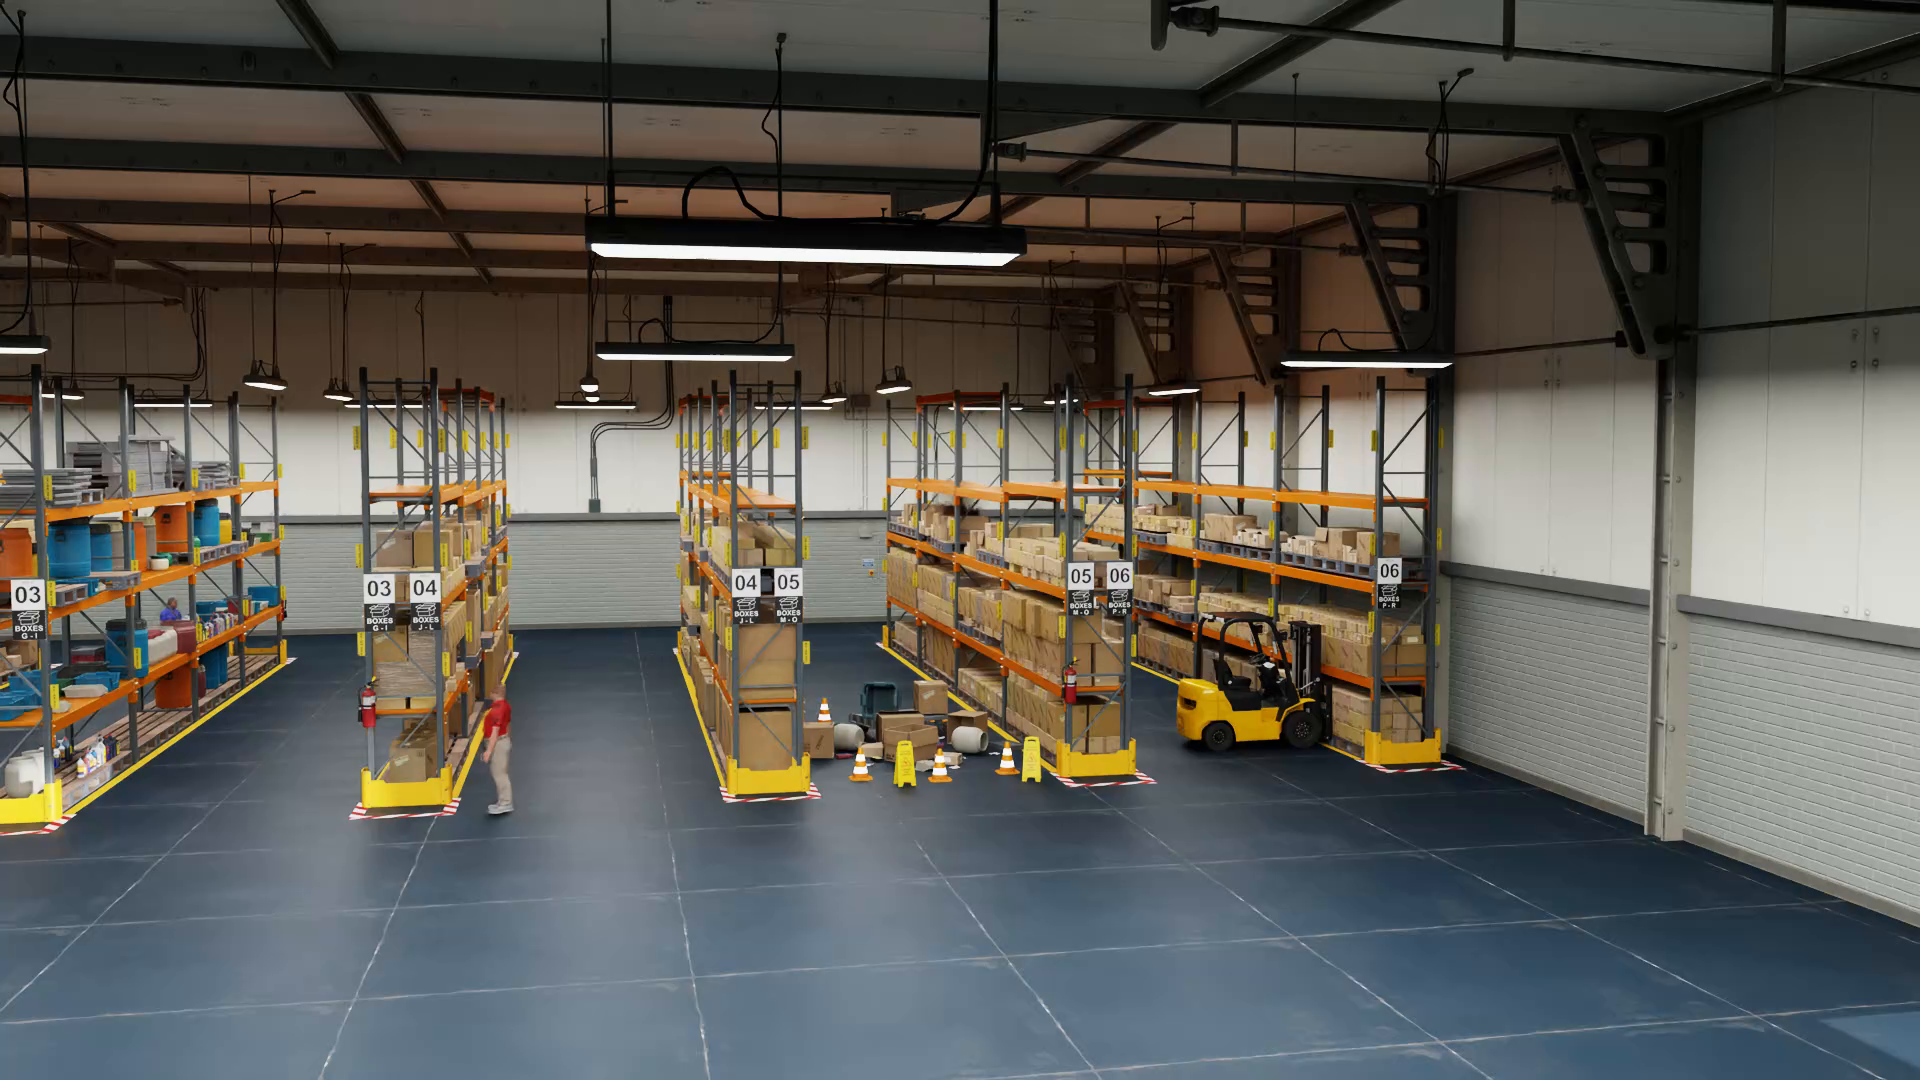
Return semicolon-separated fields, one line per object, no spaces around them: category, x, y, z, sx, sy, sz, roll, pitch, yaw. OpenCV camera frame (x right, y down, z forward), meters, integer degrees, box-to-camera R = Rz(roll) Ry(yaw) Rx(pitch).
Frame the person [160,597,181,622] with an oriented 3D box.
person;-17.092;2.058;36.045;0.527;1.635;0.592;-3;5;-41

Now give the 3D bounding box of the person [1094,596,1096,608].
person;2.729;1.802;35.113;0.392;1.702;0.549;1;4;16

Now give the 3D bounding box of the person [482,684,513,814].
person;-6.222;2.805;22.382;0.390;1.732;0.611;0;3;-7
